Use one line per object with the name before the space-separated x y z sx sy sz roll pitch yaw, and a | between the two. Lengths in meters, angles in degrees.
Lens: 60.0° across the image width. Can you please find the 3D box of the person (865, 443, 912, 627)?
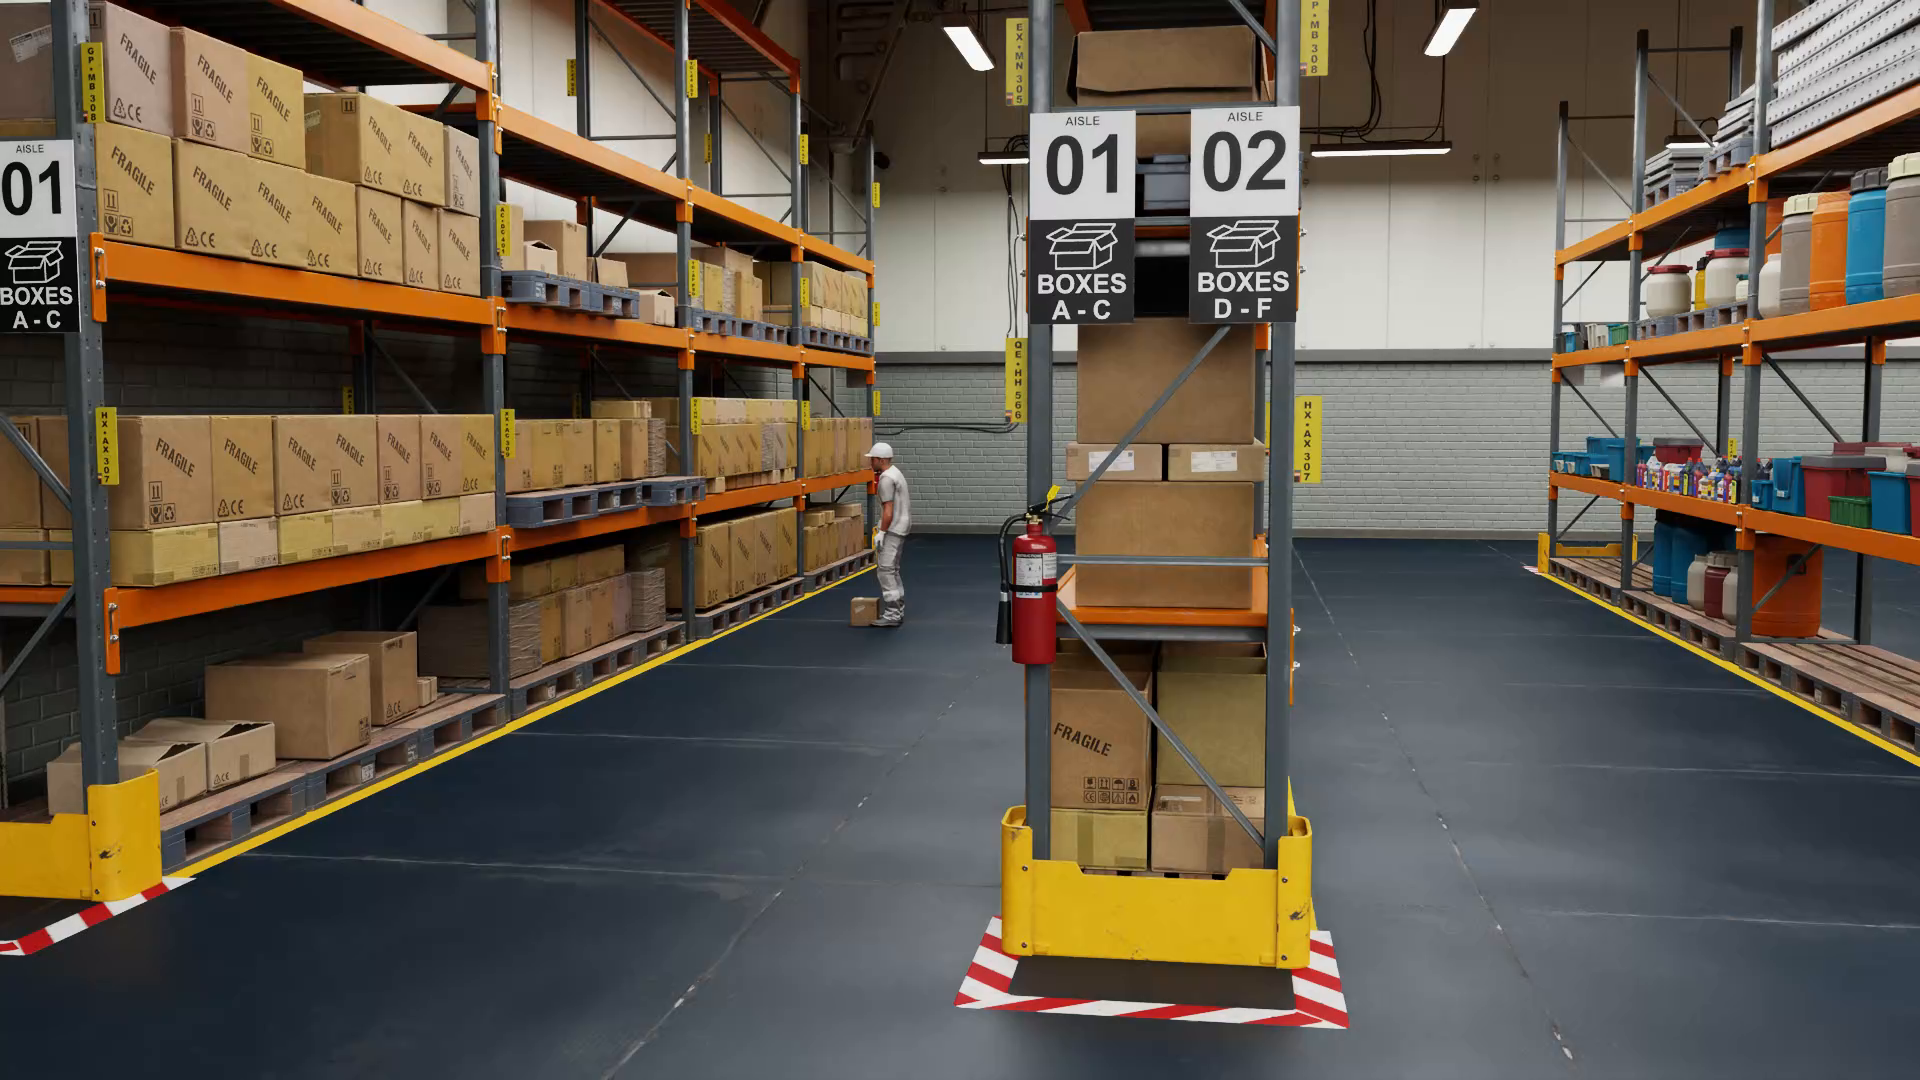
person | -0.701 -0.056 16.205 0.448 1.780 0.609 1 4 9
